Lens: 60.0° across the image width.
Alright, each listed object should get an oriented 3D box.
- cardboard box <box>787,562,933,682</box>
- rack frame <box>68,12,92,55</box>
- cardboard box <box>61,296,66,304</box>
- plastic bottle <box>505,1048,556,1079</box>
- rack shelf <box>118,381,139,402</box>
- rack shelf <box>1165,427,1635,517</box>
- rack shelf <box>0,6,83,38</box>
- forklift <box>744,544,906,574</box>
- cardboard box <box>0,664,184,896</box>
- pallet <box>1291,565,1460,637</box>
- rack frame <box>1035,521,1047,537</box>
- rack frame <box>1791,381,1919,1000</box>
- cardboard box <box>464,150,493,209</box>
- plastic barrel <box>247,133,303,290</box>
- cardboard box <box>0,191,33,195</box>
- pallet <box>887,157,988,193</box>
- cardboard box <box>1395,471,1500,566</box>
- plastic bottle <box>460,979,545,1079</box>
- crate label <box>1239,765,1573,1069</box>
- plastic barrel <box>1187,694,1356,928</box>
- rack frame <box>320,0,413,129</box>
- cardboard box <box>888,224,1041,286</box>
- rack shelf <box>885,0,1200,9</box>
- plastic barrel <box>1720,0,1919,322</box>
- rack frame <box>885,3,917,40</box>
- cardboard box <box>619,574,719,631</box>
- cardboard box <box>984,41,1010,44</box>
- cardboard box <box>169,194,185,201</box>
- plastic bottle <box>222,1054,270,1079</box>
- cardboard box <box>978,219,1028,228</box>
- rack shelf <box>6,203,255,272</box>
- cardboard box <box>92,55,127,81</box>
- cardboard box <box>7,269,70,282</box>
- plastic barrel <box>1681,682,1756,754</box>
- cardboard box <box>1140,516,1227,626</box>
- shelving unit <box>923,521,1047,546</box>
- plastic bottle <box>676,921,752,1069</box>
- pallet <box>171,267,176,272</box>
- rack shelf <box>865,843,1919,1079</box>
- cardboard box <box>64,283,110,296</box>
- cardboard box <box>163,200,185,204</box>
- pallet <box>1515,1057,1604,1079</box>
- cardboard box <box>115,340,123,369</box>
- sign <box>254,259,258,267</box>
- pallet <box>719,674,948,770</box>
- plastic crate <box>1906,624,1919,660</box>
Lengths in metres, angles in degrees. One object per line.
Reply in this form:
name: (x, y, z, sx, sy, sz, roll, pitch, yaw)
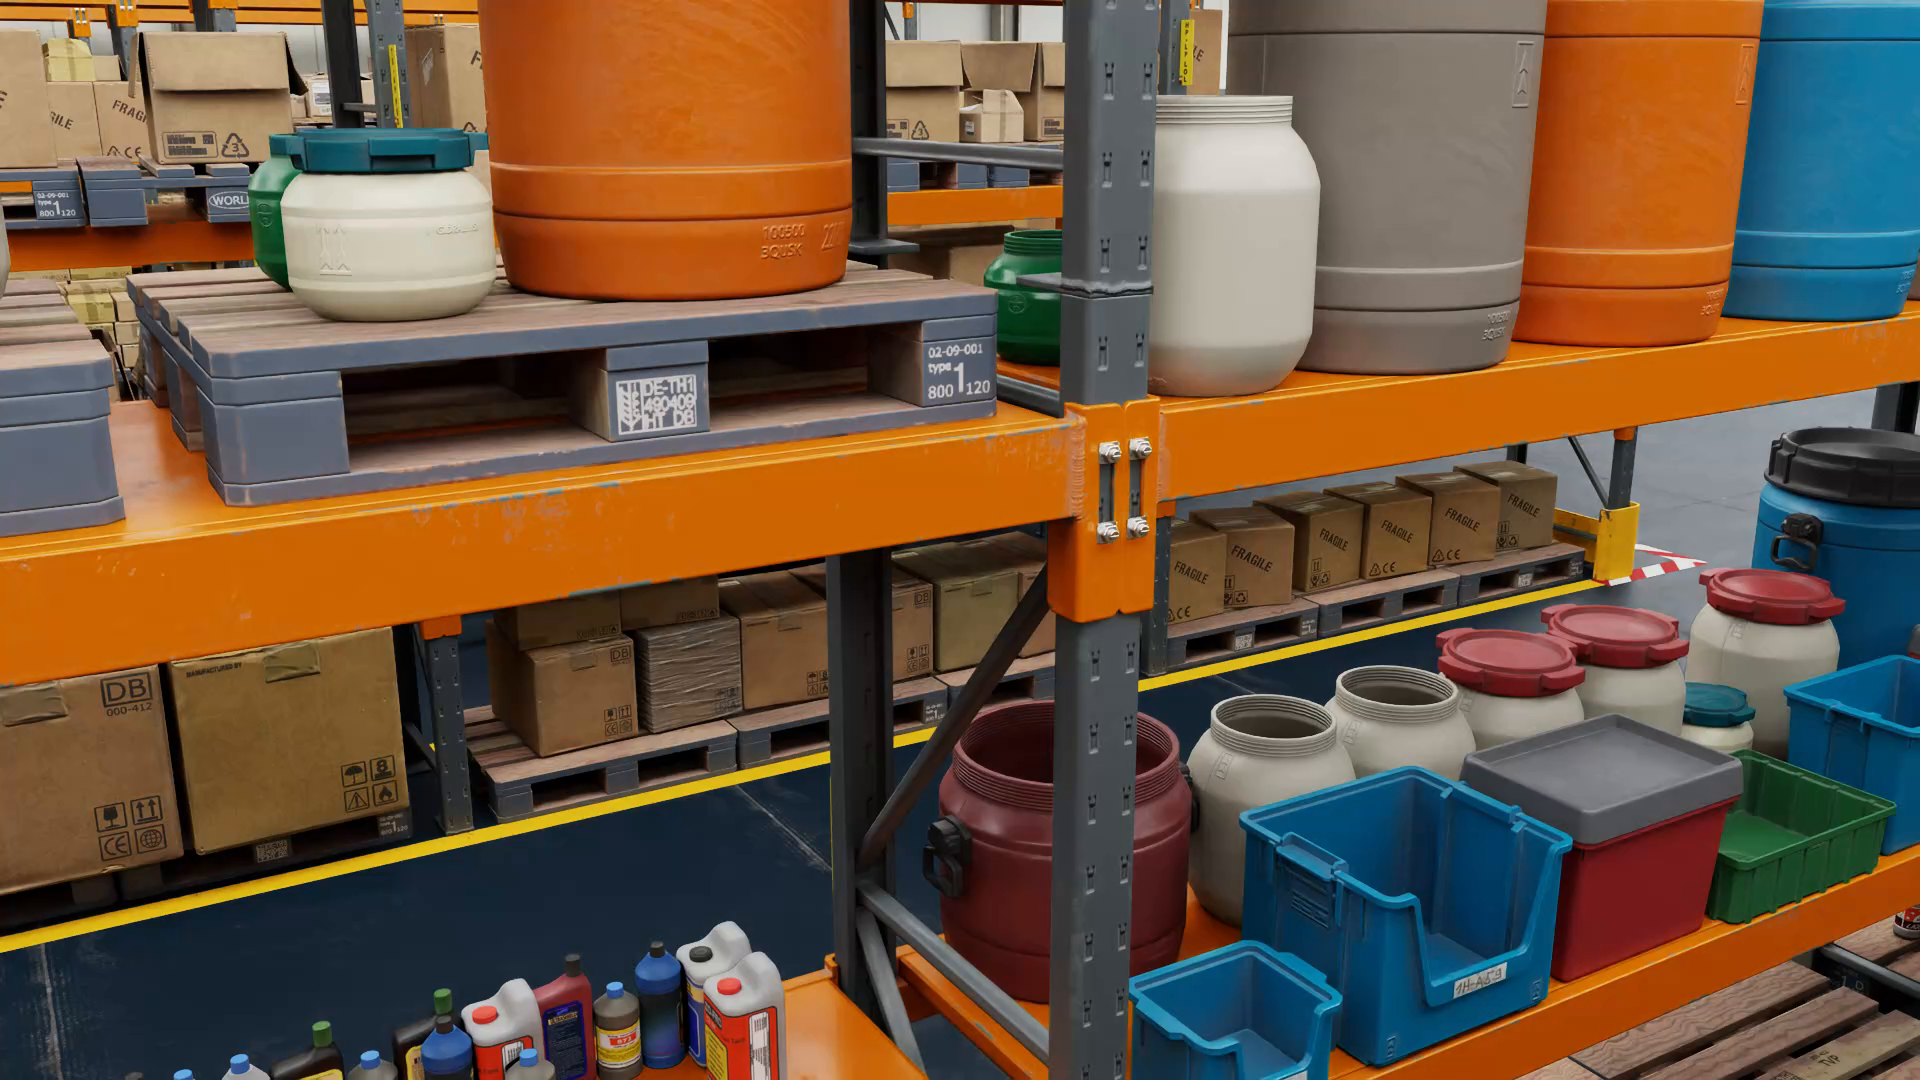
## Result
cardboard box: (-0.550, 0.441, 9.094, 0.500, 0.500, 0.700, -11, 19, -34)
rack frame: (-10.206, -6.544, 19.083, 0.127, 3.000, 1.000, -9, 18, -30)
cardboard box: (-5.863, -1.461, 10.650, 0.250, 0.149, 0.380, -9, 18, -28)
plastic bottle: (-0.846, 1.103, 3.286, 0.097, 0.201, 0.097, 0, 16, 0)
rack shelf: (-6.725, -0.752, 10.868, 4.000, 0.370, 1.077, -9, 18, -30)
rack shelf: (2.600, -0.702, 10.691, 4.000, 0.370, 1.077, -9, 18, -30)
rack shelf: (-11.921, -5.727, 18.242, 4.000, 0.370, 1.077, -9, 18, -30)
forklift: (-1.890, -1.074, 10.810, 3.031, 2.935, 1.130, -10, 19, -32)
cardboard box: (-3.913, 0.819, 7.088, 0.875, 0.875, 1.225, -9, 18, -30)
pallet: (2.490, 0.300, 10.949, 1.213, 0.211, 1.003, -9, 18, -30)
rack frame: (0.509, -0.805, 12.502, 0.032, 1.500, 0.500, -9, 18, -30)
rack frame: (3.437, 0.375, 5.514, 0.127, 3.000, 1.000, -9, 18, -30)
cardboard box: (-2.009, -1.593, 7.257, 0.500, 0.250, 0.500, -9, 18, -29)
plastic barrel: (-1.019, -0.546, 2.754, 0.294, 0.245, 0.294, 0, 16, 0)
cardboard box: (-8.616, -2.954, 15.353, 0.500, 0.500, 0.500, -9, 18, -29)
pallet: (-0.586, -1.919, 8.487, 1.003, 0.211, 1.213, -9, 18, -30)
cardboard box: (3.276, -0.151, 11.246, 0.500, 0.500, 0.500, -4, 16, -15)
plastic bottle: (-0.926, 1.041, 3.370, 0.135, 0.276, 0.152, -9, 18, -30)
crate label: (0.999, 0.839, 3.795, 0.616, 0.435, 0.502, -9, 18, -30)
plastic barrel: (0.780, 0.685, 4.202, 0.421, 0.512, 0.421, 0, 16, 0)
rack frame: (-2.543, -3.103, 6.809, 0.127, 3.000, 1.000, -9, 18, -30)
cardboard box: (0.133, -1.184, 9.186, 1.000, 1.000, 1.000, -9, 18, -29)
rack shelf: (0.132, -4.560, 14.079, 4.000, 0.370, 1.077, -9, 18, -30)
plastic barrel: (1.991, -1.008, 3.961, 0.708, 0.901, 0.600, -9, 18, -30)
rack frame: (-0.789, -6.508, 18.955, 0.127, 3.000, 1.000, -9, 18, -30)
cardboard box: (-1.535, 0.240, 8.424, 0.500, 0.250, 0.500, -7, 17, -23)
cardboard box: (0.209, -4.073, 13.852, 0.250, 0.149, 0.380, -9, 18, -30)
cardboard box: (-9.346, -4.071, 19.989, 0.250, 0.149, 0.380, -9, 18, -28)
plastic bottle: (-1.352, 1.103, 3.155, 0.097, 0.271, 0.097, 0, 16, 0)
cardboard box: (0.147, -2.790, 14.527, 0.500, 0.550, 0.875, -9, 18, -30)
rack shelf: (-4.257, -1.035, 6.319, 4.000, 0.370, 1.077, -9, 18, -30)
cardboard box: (-7.892, -4.116, 15.011, 0.637, 0.503, 0.797, -11, 19, -33)
cardboard box: (-8.369, -2.478, 15.043, 0.500, 0.250, 0.500, -10, 18, -31)
plastic barrel: (2.223, 0.590, 5.003, 0.301, 0.262, 0.301, 0, 16, 0)
cardboard box: (1.249, 0.184, 10.048, 0.500, 0.500, 0.500, -10, 18, -31)
shelving unit: (0.073, -0.734, 12.250, 1.048, 1.500, 0.538, -9, 18, -30)
plastic bottle: (-0.530, 0.976, 3.599, 0.135, 0.276, 0.152, -9, 18, -30)
pallet: (-7.091, -2.539, 16.265, 1.003, 0.211, 1.213, -9, 18, -30)
rack shelf: (1.722, 1.000, 4.619, 4.000, 0.370, 1.077, -9, 18, -30)
cardboard box: (-5.948, -1.654, 11.336, 0.250, 0.149, 0.380, -9, 18, -30)
cardboard box: (-7.400, -3.029, 16.142, 0.500, 0.500, 0.500, -10, 18, -31)
pallet: (1.736, 2.007, 4.860, 1.213, 0.211, 1.003, -9, 18, -30)
cardboard box: (-5.631, -1.213, 10.866, 0.250, 0.149, 0.380, -9, 18, -29)
sign: (-4.723, -1.771, 11.173, 0.005, 0.325, 0.100, -9, 18, -30)
pallet: (-0.828, 0.851, 8.982, 1.213, 0.211, 1.003, -9, 18, -30)
plastic crate: (3.179, 0.483, 5.013, 0.583, 0.464, 0.402, -9, 18, -30)
